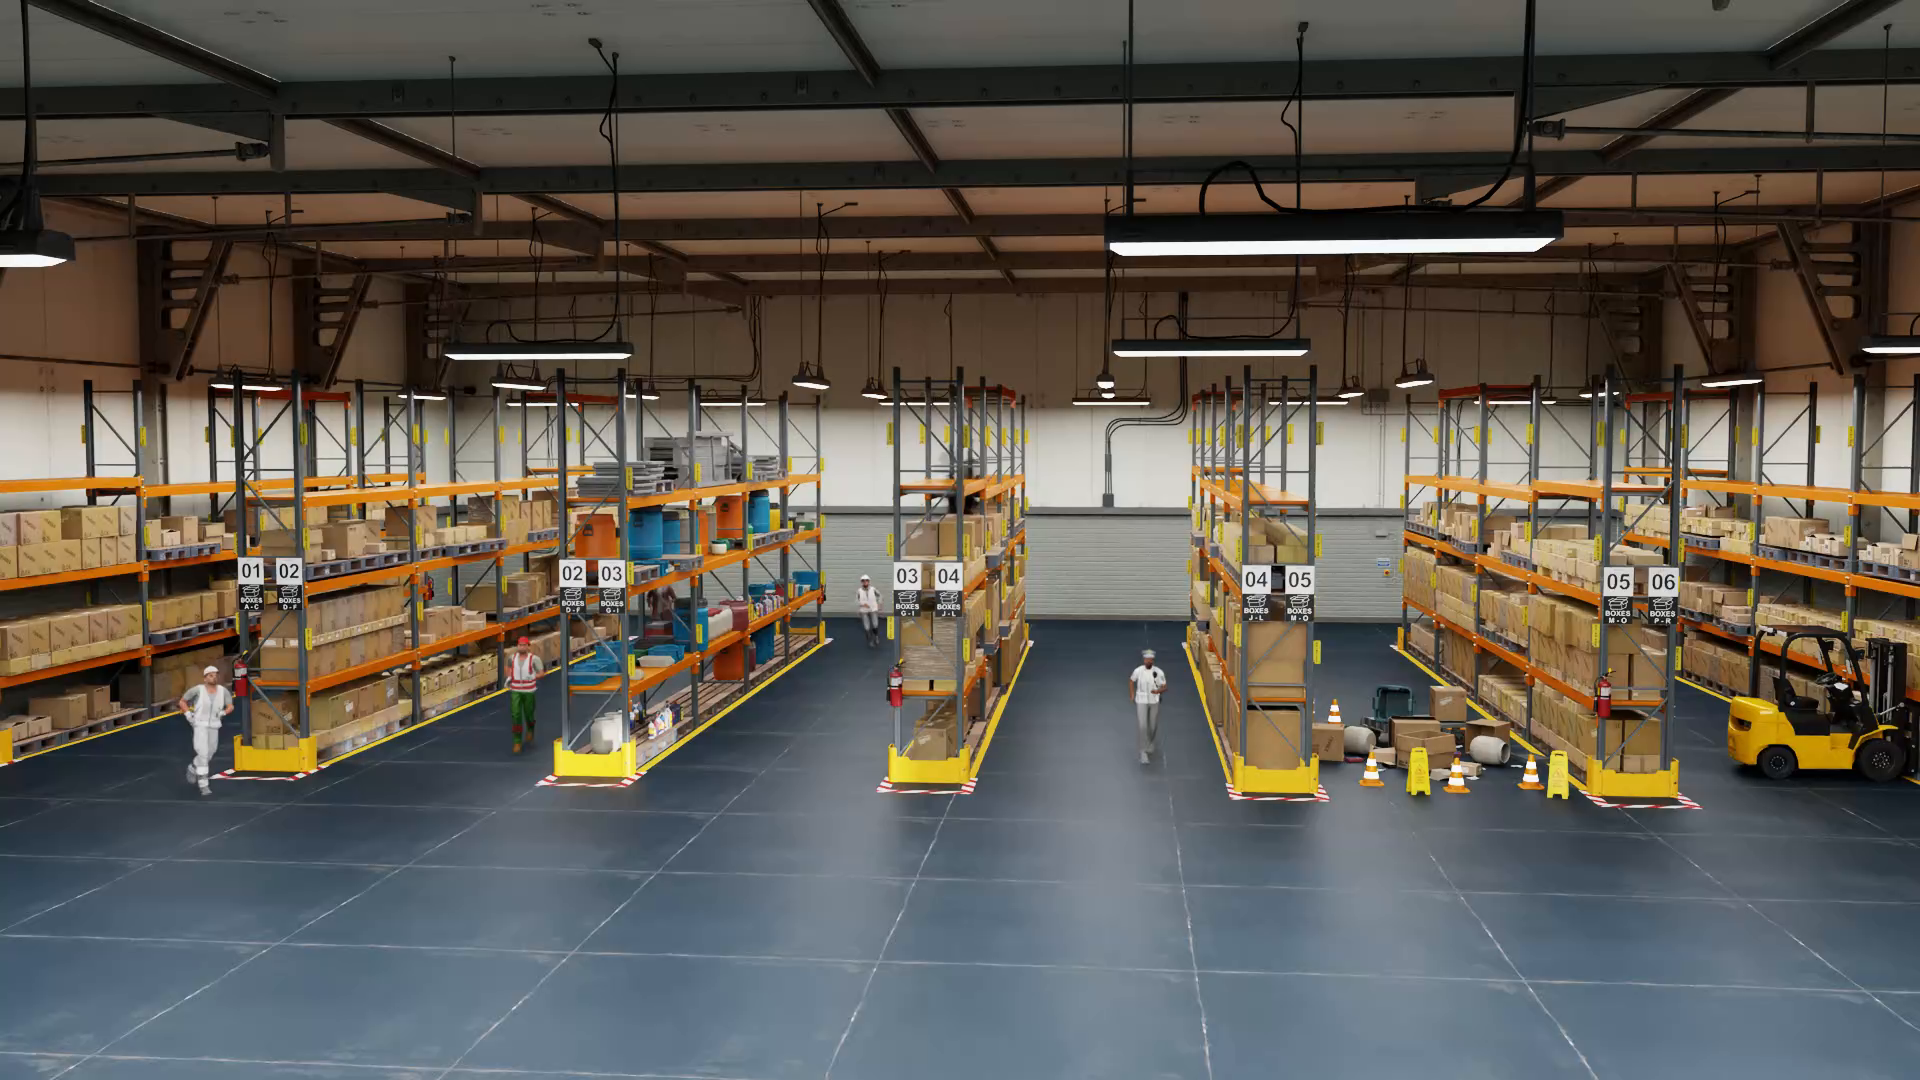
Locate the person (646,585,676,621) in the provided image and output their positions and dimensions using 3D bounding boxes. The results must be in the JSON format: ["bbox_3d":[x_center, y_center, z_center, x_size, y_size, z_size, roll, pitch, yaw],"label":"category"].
[{"bbox_3d":[-7.045,1.698,39.173,0.724,1.766,0.807,0,4,-2],"label":"person"}]

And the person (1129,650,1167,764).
[{"bbox_3d":[2.908,2.538,25.733,0.580,1.706,0.880,0,4,4],"label":"person"}]

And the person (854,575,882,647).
[{"bbox_3d":[-2.179,1.694,39.516,0.669,1.715,0.557,0,4,-2],"label":"person"}]

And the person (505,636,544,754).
[{"bbox_3d":[-6.974,2.438,26.598,0.651,1.807,0.979,0,4,-6],"label":"person"}]

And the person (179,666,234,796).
[{"bbox_3d":[-10.666,2.671,23.591,0.700,1.778,0.900,-3,5,-42],"label":"person"}]
